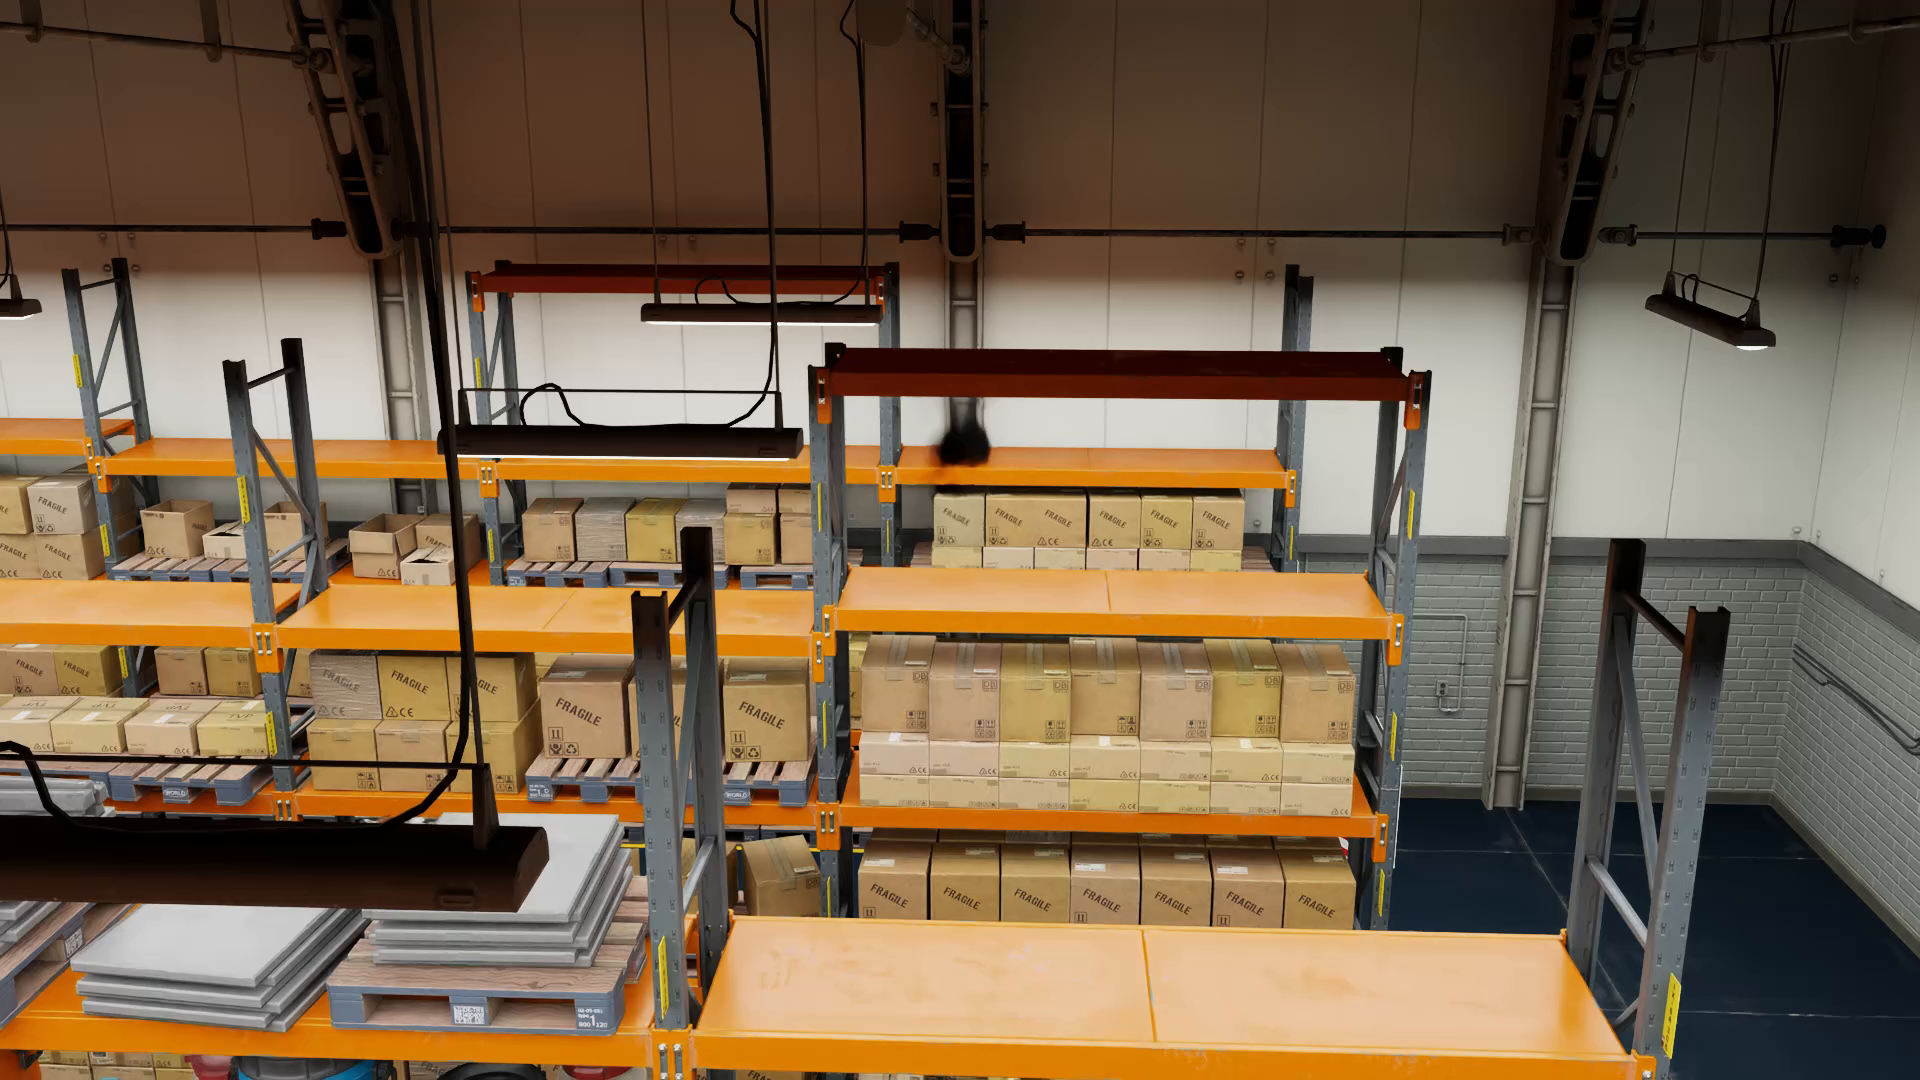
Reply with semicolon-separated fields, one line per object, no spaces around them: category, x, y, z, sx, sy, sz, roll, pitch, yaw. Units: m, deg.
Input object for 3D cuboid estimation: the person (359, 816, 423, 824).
person;-5.442;2.803;15.995;0.834;1.739;0.698;-15;22;-41
